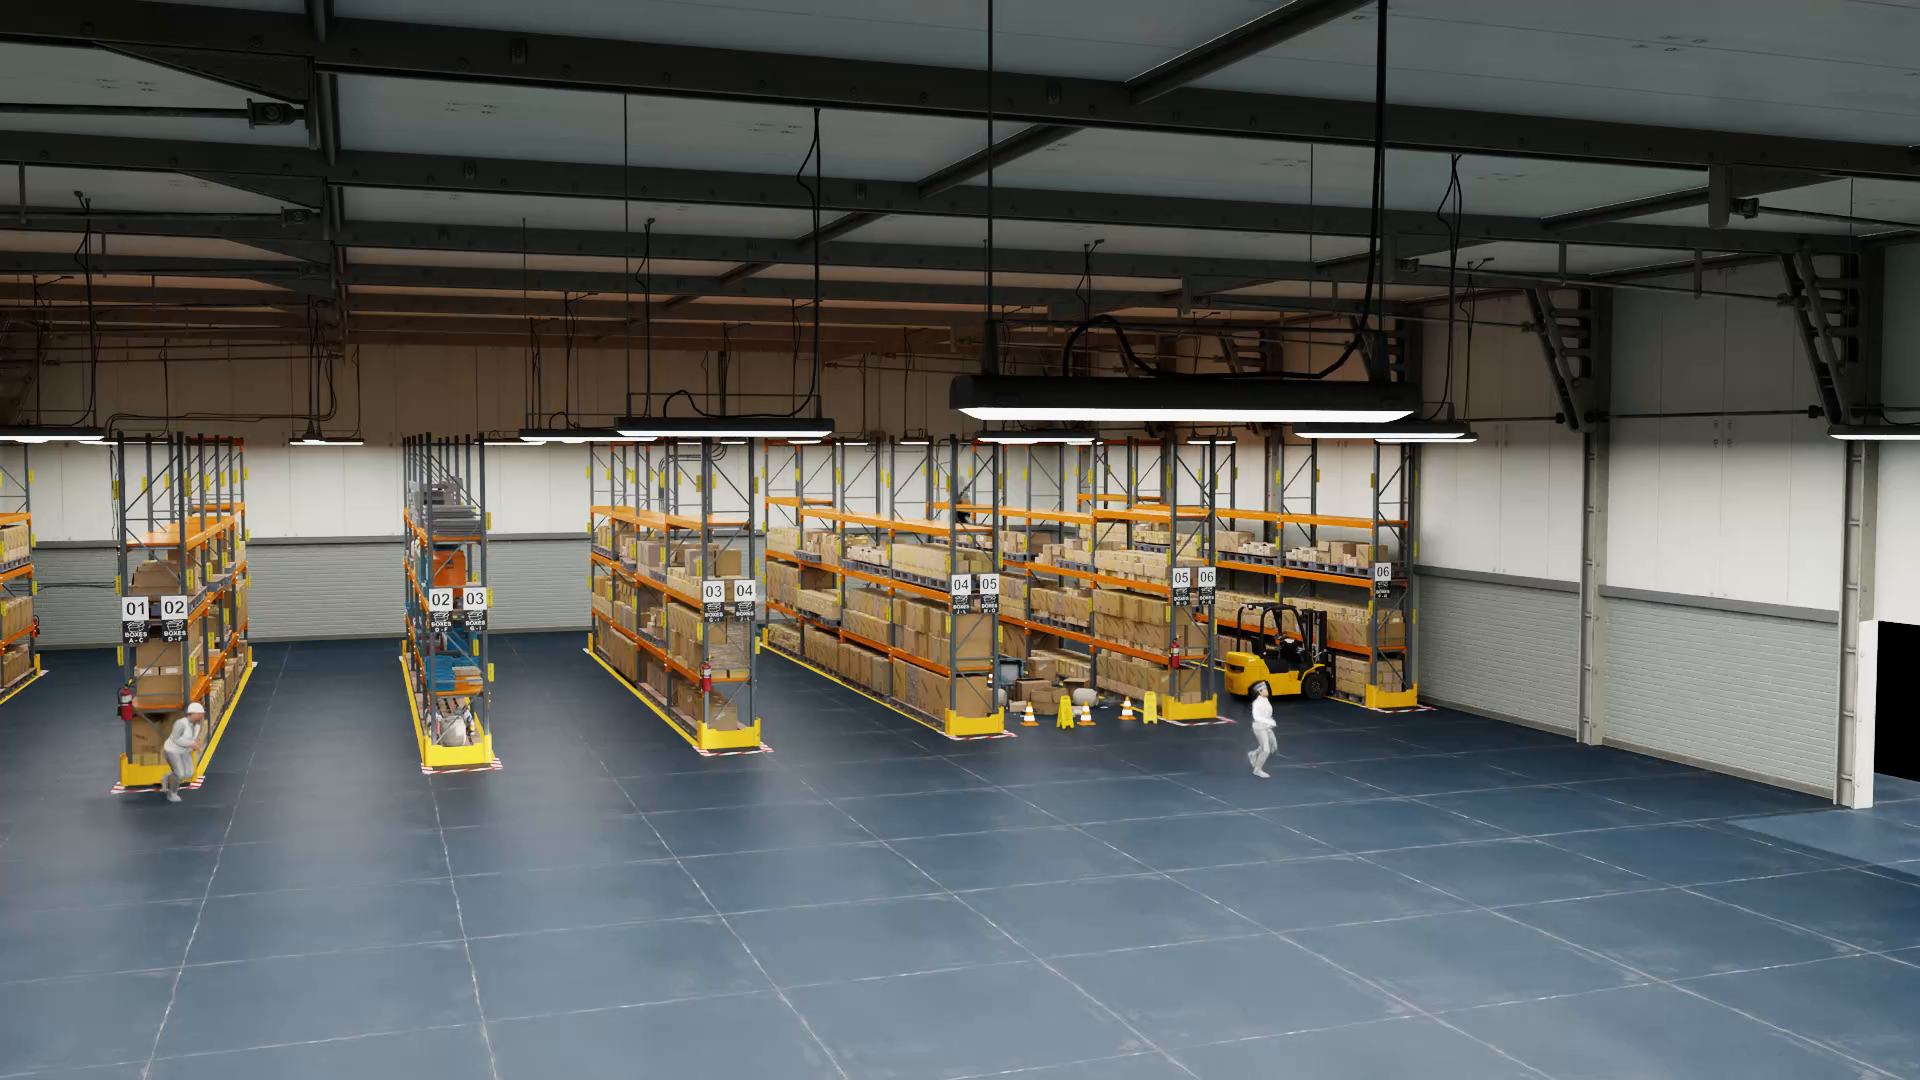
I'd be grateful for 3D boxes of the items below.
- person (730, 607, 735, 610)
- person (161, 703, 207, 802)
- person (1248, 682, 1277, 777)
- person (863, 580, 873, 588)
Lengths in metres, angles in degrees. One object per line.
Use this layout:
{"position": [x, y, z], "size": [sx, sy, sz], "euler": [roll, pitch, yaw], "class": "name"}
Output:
{"position": [-6.669, 2.189, 48.582], "size": [0.730, 1.697, 0.913], "euler": [1, 3, 22], "class": "person"}
{"position": [-12.598, 3.433, 27.007], "size": [0.846, 1.612, 0.677], "euler": [1, 3, 13], "class": "person"}
{"position": [5.293, 3.289, 28.972], "size": [0.530, 1.666, 0.658], "euler": [2, 4, 28], "class": "person"}
{"position": [-2.709, 2.024, 50.717], "size": [0.833, 1.838, 0.657], "euler": [-1, 3, -16], "class": "person"}
